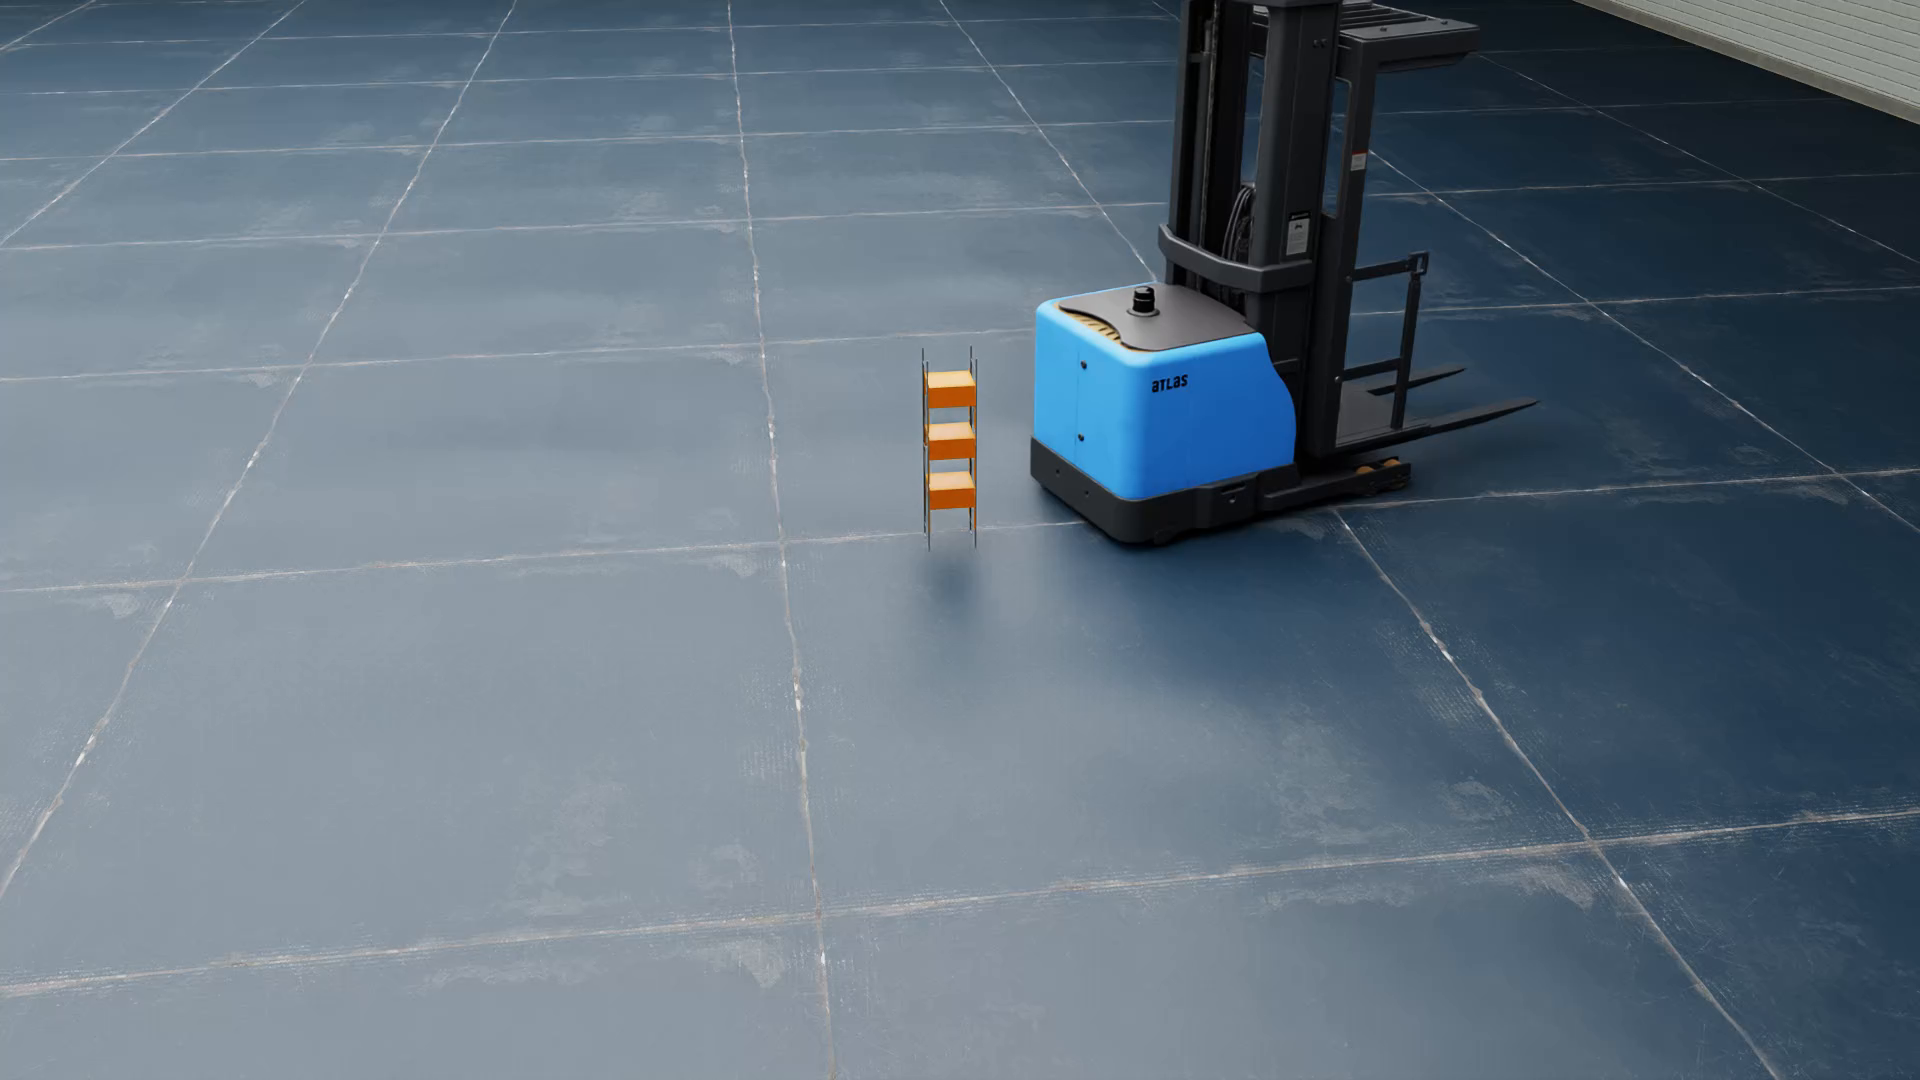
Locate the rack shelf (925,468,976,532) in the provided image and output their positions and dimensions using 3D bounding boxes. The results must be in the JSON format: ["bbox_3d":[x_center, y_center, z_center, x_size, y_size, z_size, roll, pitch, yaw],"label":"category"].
[{"bbox_3d":[-0.053,-0.207,8.635,0.240,0.259,0.215,-4,27,-7],"label":"rack shelf"}]

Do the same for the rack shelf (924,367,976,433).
[{"bbox_3d":[-0.053,-0.707,8.379,0.240,0.259,0.215,-4,27,-7],"label":"rack shelf"}]

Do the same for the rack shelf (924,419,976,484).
[{"bbox_3d":[-0.053,-0.454,8.509,0.240,0.259,0.215,-4,27,-7],"label":"rack shelf"}]

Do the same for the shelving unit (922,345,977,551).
[{"bbox_3d":[-0.053,-0.464,8.504,0.252,1.050,0.215,-4,27,-7],"label":"shelving unit"}]

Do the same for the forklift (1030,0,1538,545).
[{"bbox_3d":[1.939,-1.742,8.935,3.031,2.935,1.130,-14,30,-25],"label":"forklift"}]

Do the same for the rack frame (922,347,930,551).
[{"bbox_3d":[-0.174,-0.456,8.489,0.008,1.050,0.200,-4,27,-7],"label":"rack frame"}]

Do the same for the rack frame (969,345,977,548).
[{"bbox_3d":[0.068,-0.471,8.519,0.008,1.050,0.200,-4,27,-7],"label":"rack frame"}]
